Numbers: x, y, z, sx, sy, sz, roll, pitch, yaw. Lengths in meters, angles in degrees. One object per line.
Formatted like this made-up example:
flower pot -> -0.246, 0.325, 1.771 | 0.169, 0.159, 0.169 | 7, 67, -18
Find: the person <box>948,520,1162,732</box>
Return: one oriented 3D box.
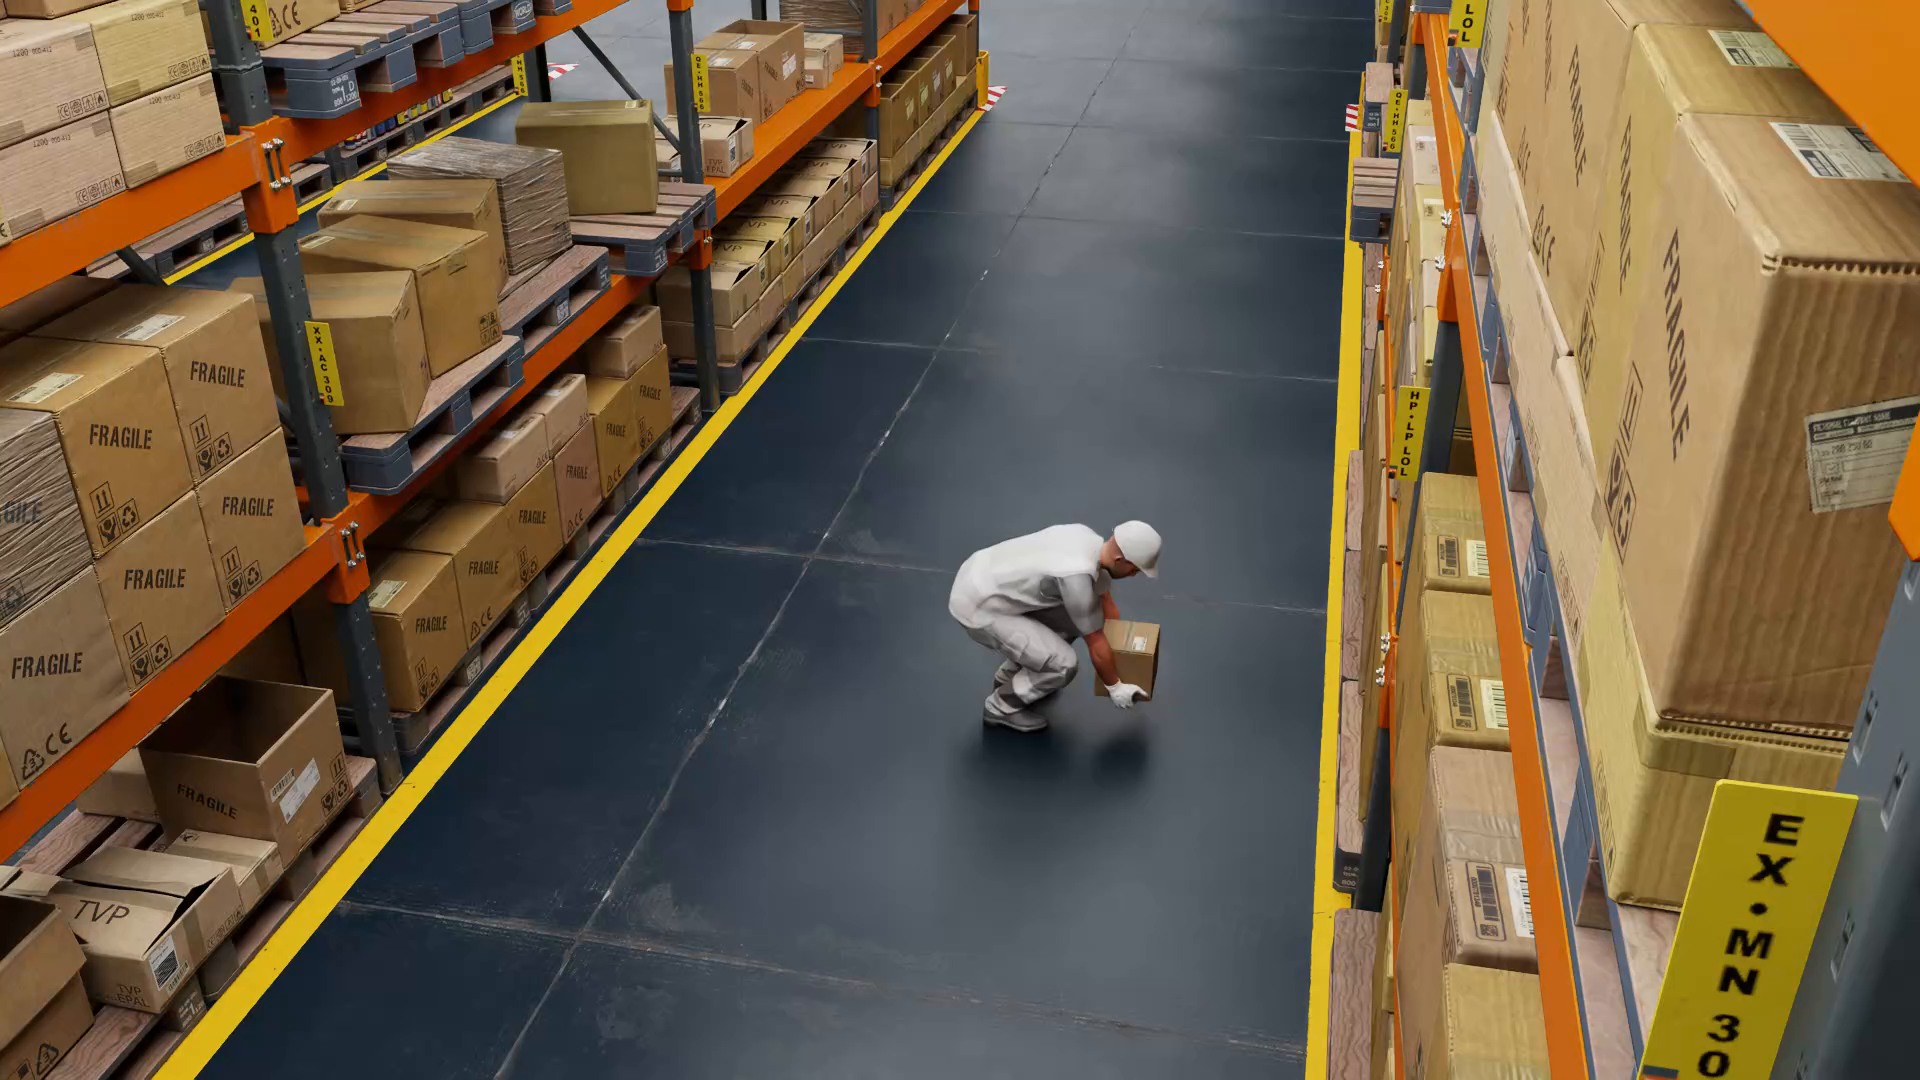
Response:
person -> 0.408, 0.345, 7.307 | 0.909, 0.990, 0.530 | 5, 29, 9
